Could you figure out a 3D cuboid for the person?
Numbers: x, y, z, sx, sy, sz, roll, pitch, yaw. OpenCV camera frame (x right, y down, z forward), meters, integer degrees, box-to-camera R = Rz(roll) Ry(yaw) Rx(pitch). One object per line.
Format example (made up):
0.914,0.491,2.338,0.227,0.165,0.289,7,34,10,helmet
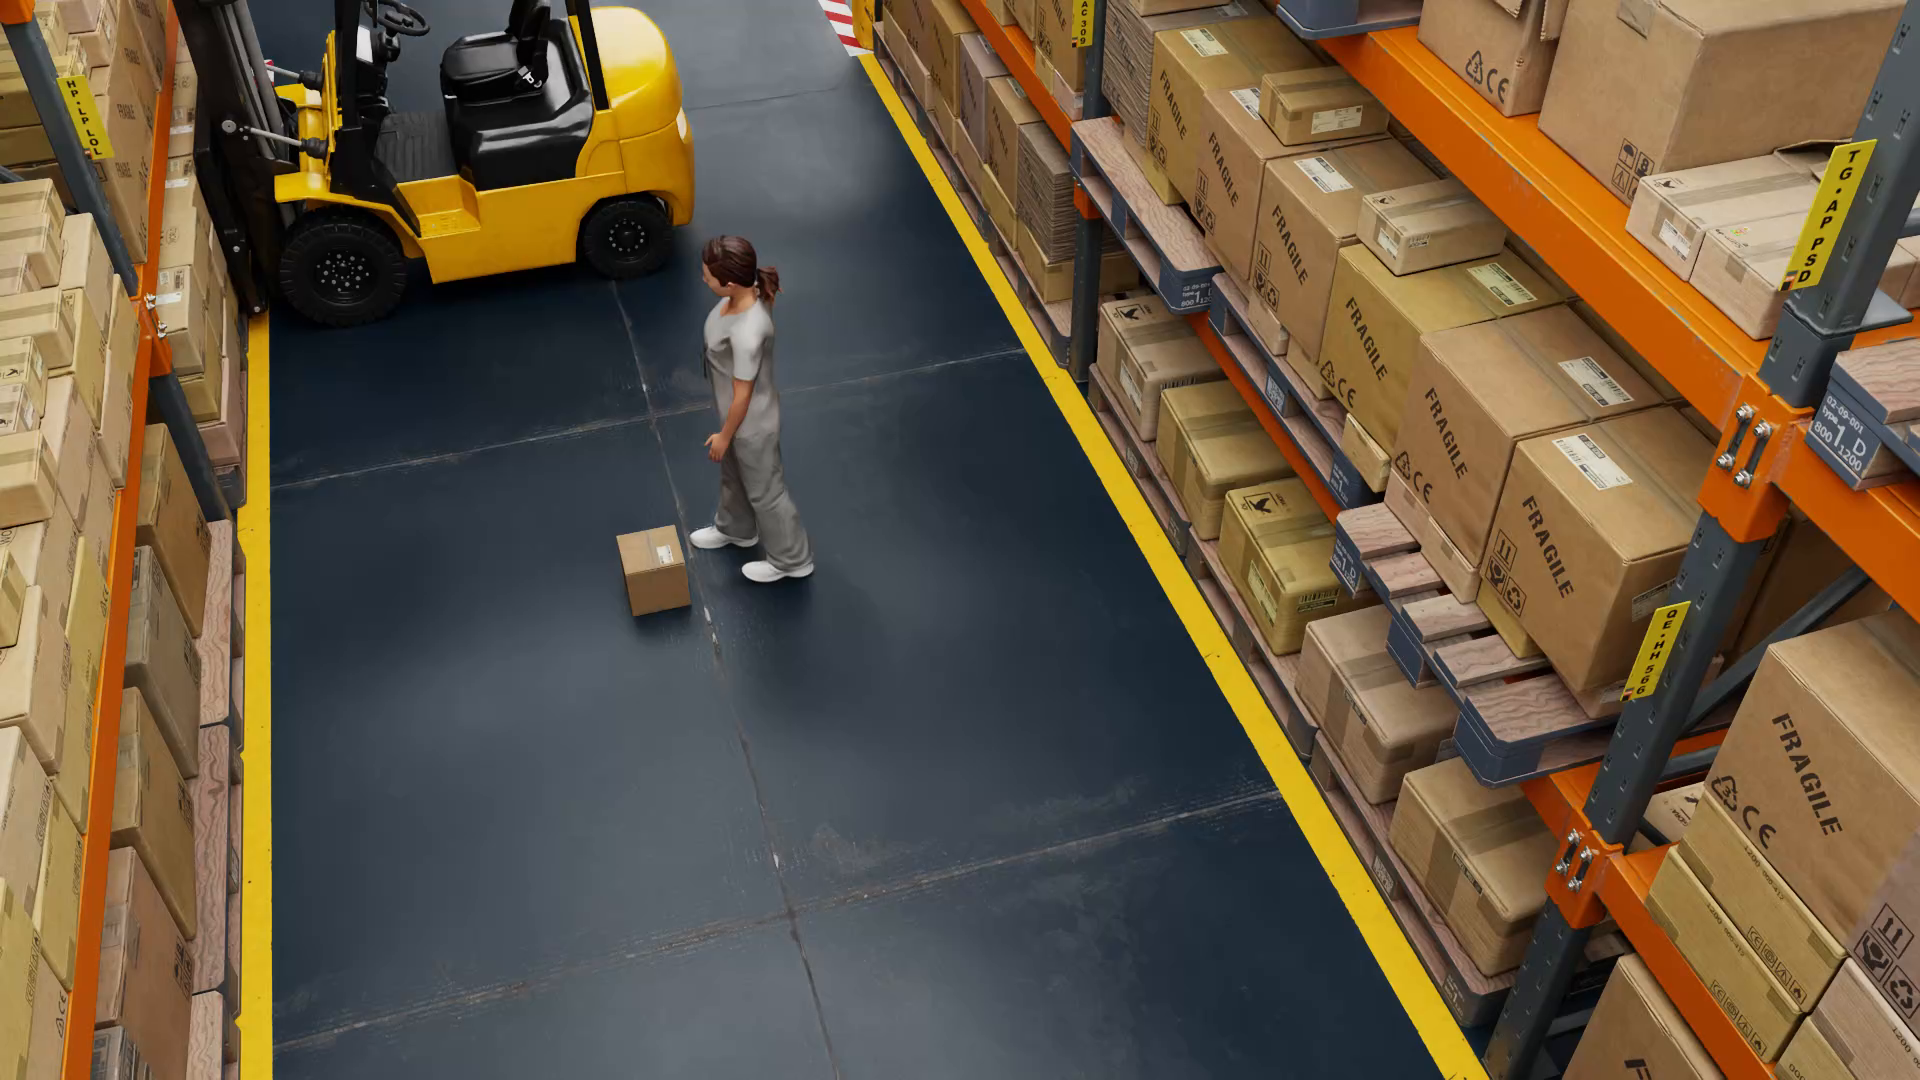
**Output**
-0.908,-0.504,6.704,0.532,1.685,0.476,-5,43,-6,person
